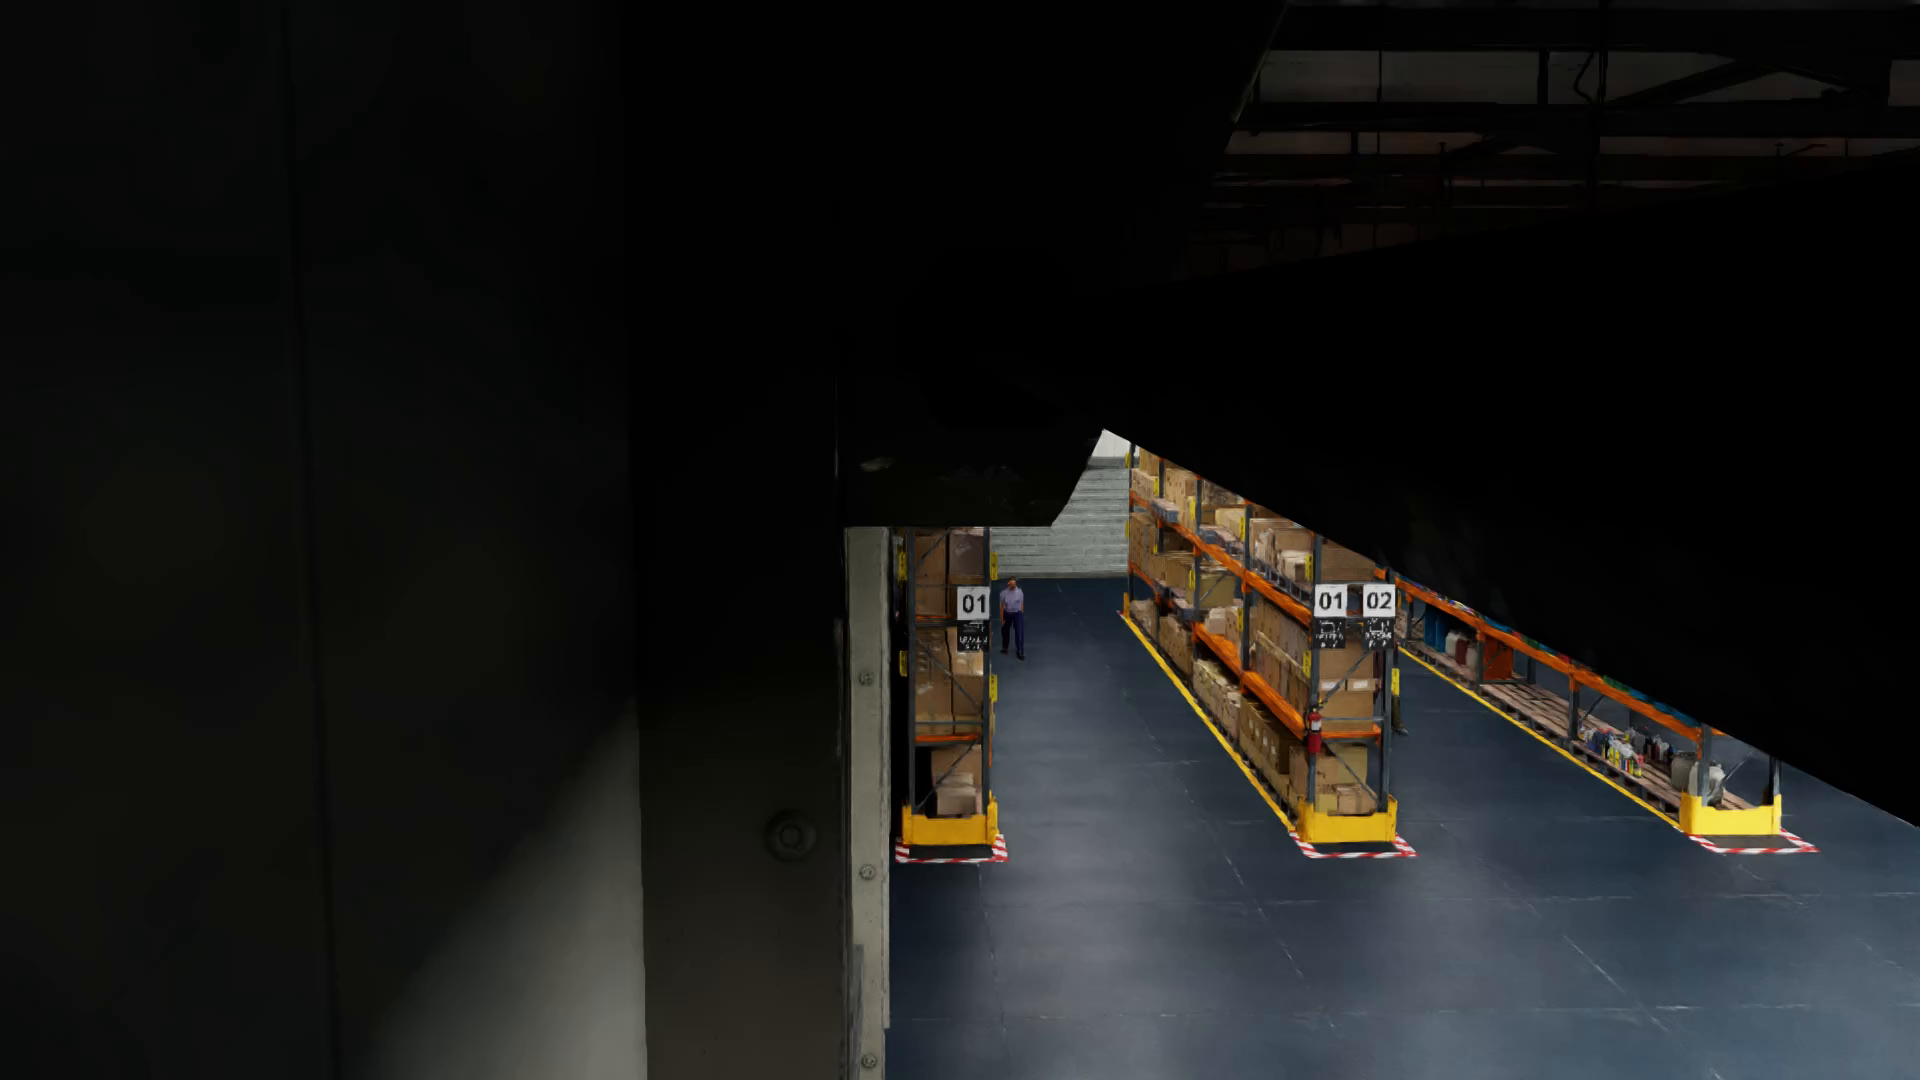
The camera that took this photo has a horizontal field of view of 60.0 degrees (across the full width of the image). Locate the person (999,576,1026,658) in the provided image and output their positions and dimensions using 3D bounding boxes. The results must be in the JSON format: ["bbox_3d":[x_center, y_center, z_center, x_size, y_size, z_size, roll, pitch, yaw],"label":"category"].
[{"bbox_3d":[0.985,1.461,31.938,0.482,1.551,1.090,-1,7,-4],"label":"person"}]

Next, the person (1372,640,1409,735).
[{"bbox_3d":[6.596,2.147,25.949,0.580,1.715,1.102,-1,7,-10],"label":"person"}]
